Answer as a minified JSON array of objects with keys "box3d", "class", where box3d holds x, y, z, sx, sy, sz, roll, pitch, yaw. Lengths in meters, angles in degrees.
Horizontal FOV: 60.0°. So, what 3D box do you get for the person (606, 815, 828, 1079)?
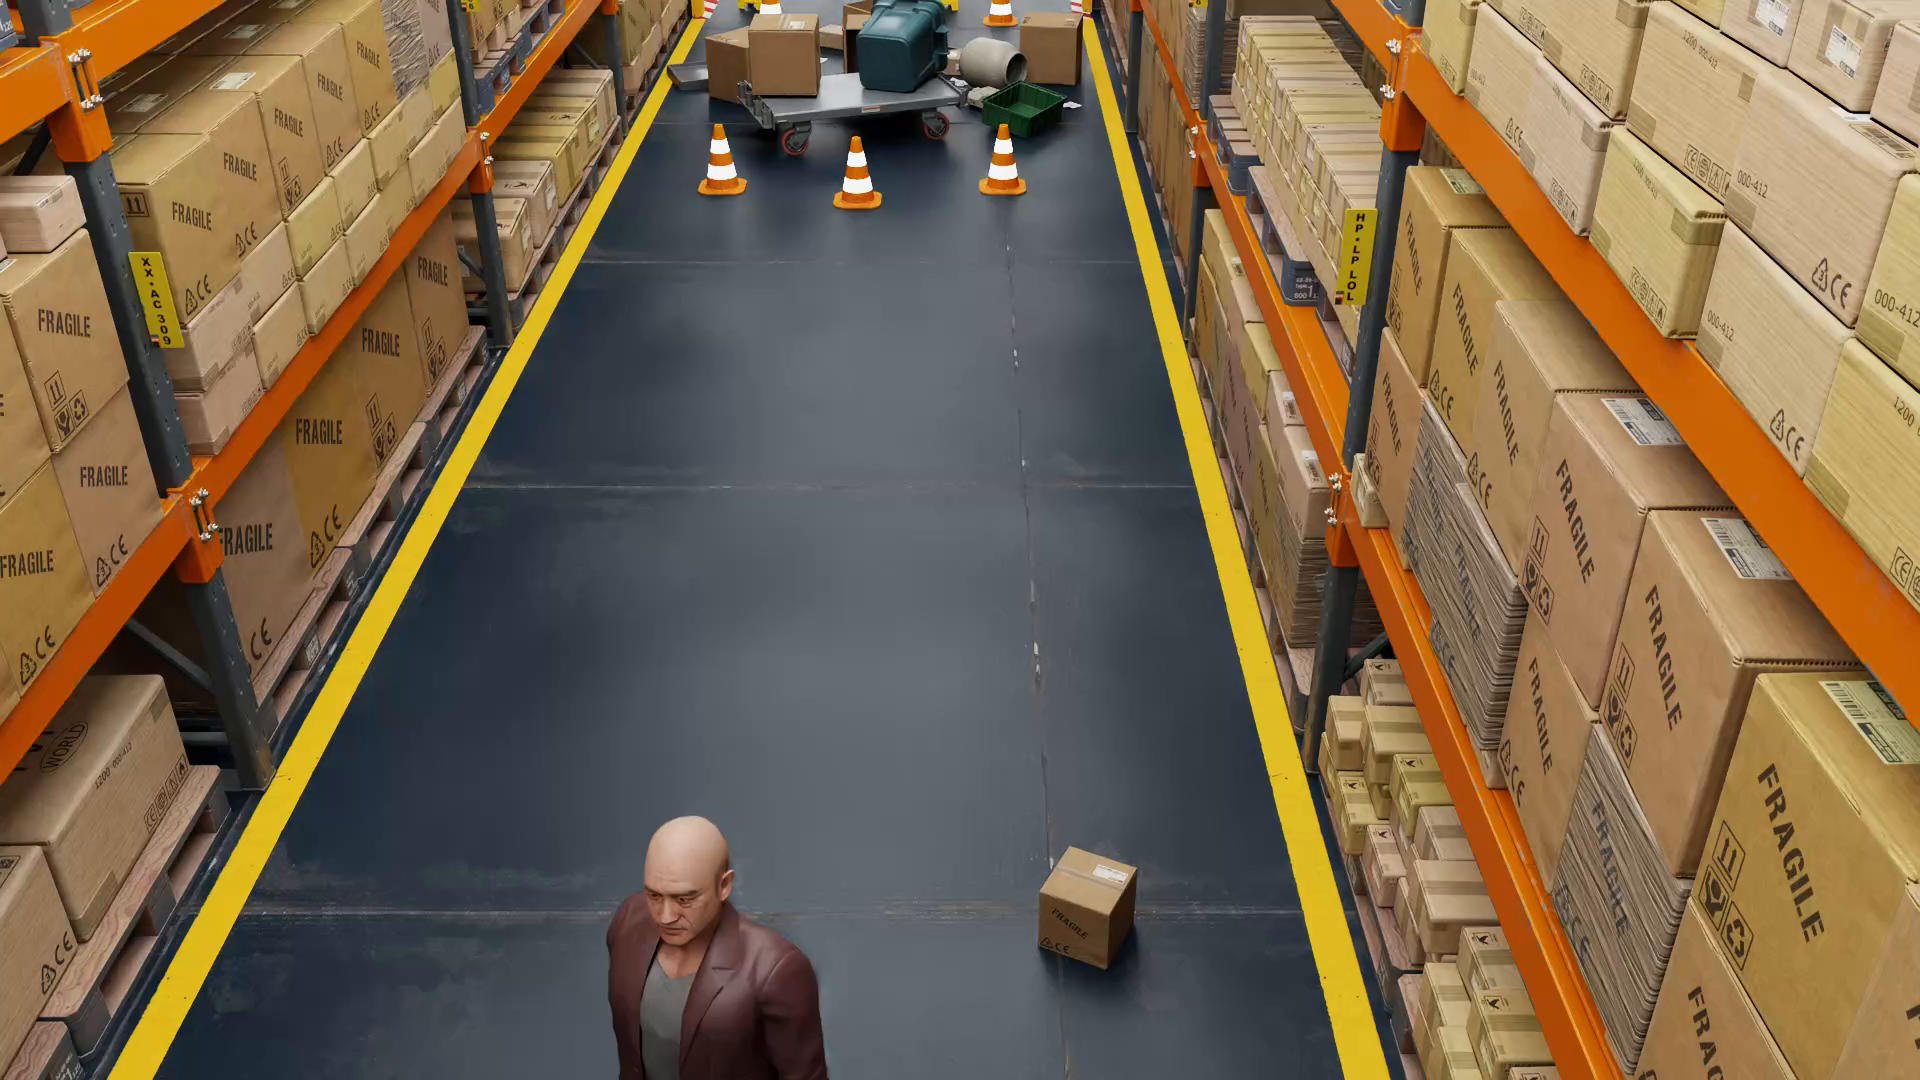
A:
[{"box3d":[-0.548,1.360,3.877,0.586,1.744,0.900,12,33,19],"class":"person"}]
